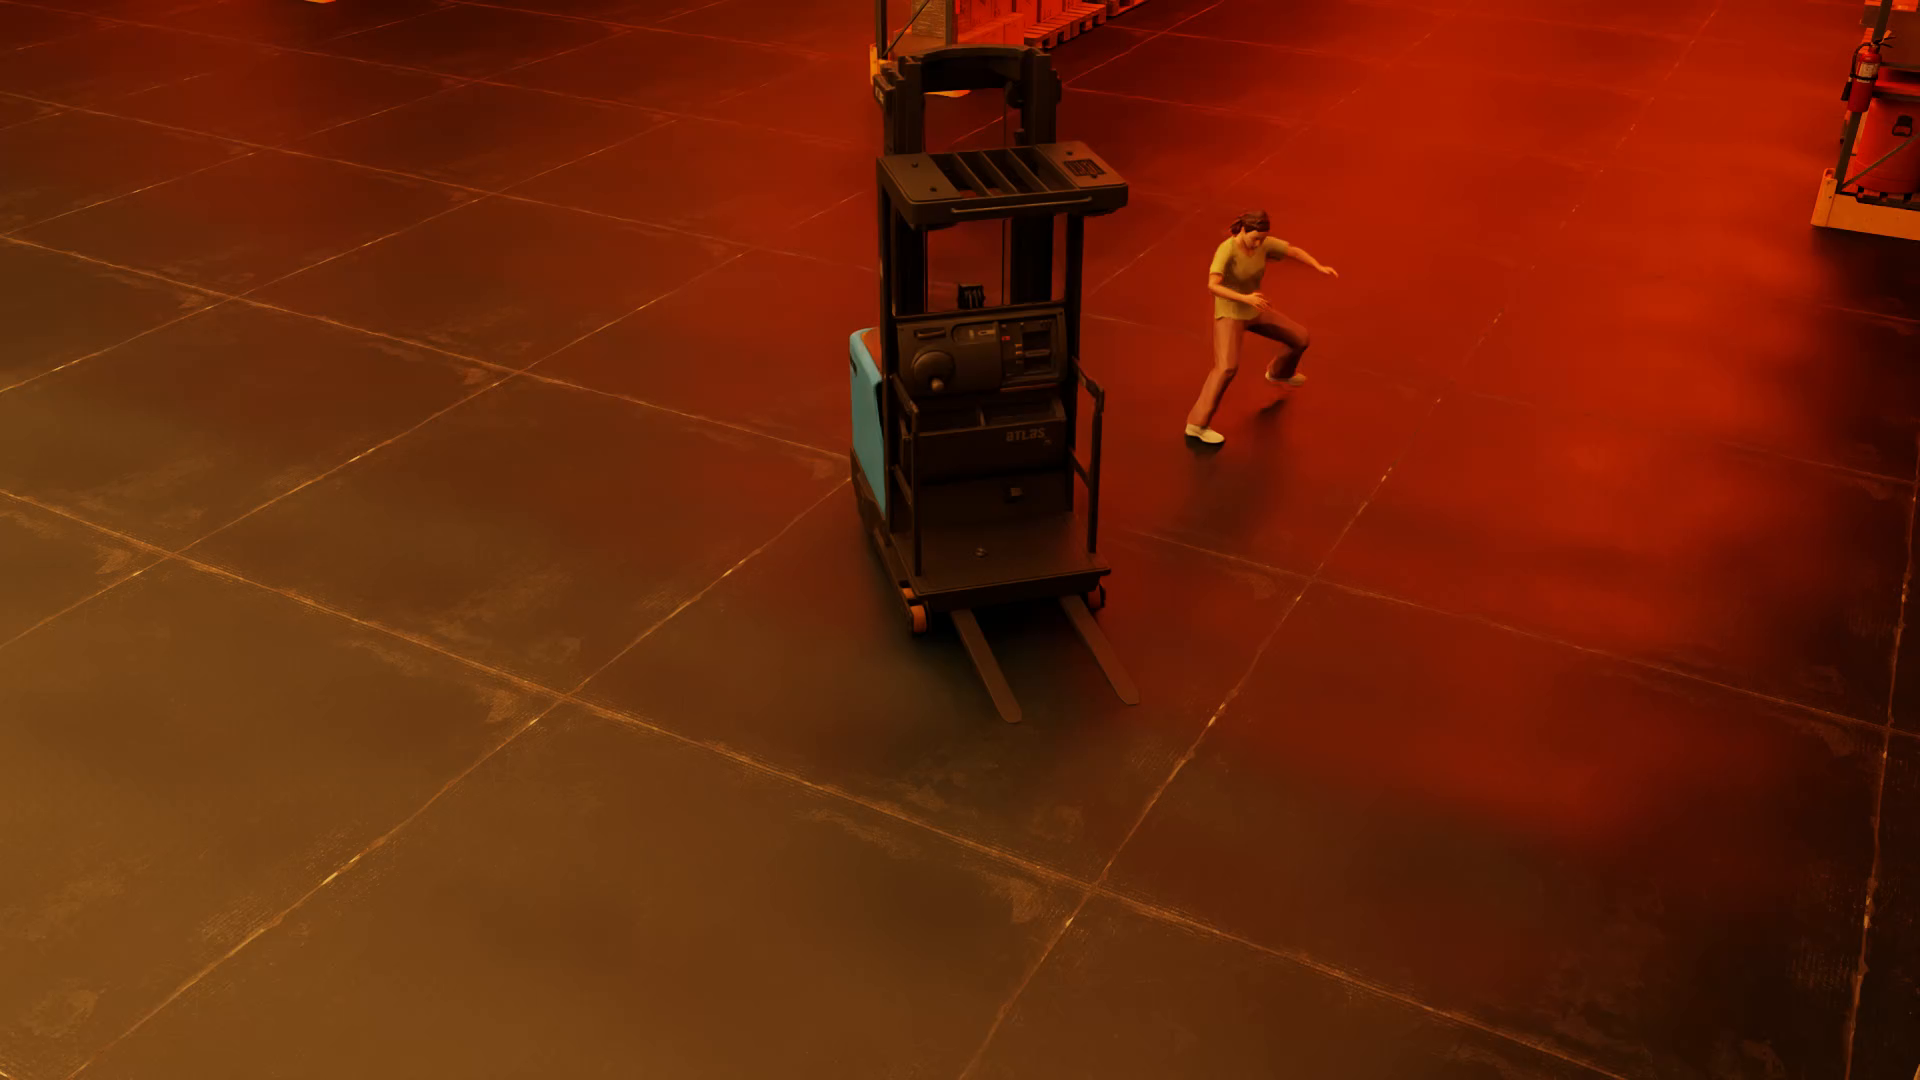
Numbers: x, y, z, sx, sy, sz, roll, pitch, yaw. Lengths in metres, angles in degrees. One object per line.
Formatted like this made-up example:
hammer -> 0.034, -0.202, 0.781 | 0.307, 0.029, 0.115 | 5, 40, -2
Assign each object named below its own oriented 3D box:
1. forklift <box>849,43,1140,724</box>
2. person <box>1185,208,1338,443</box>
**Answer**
forklift -> 0.179, -0.964, 8.741 | 1.130, 2.935, 3.031 | -7, 31, -13
person -> 2.018, -1.512, 11.166 | 1.196, 1.455, 0.636 | -15, 33, -24
